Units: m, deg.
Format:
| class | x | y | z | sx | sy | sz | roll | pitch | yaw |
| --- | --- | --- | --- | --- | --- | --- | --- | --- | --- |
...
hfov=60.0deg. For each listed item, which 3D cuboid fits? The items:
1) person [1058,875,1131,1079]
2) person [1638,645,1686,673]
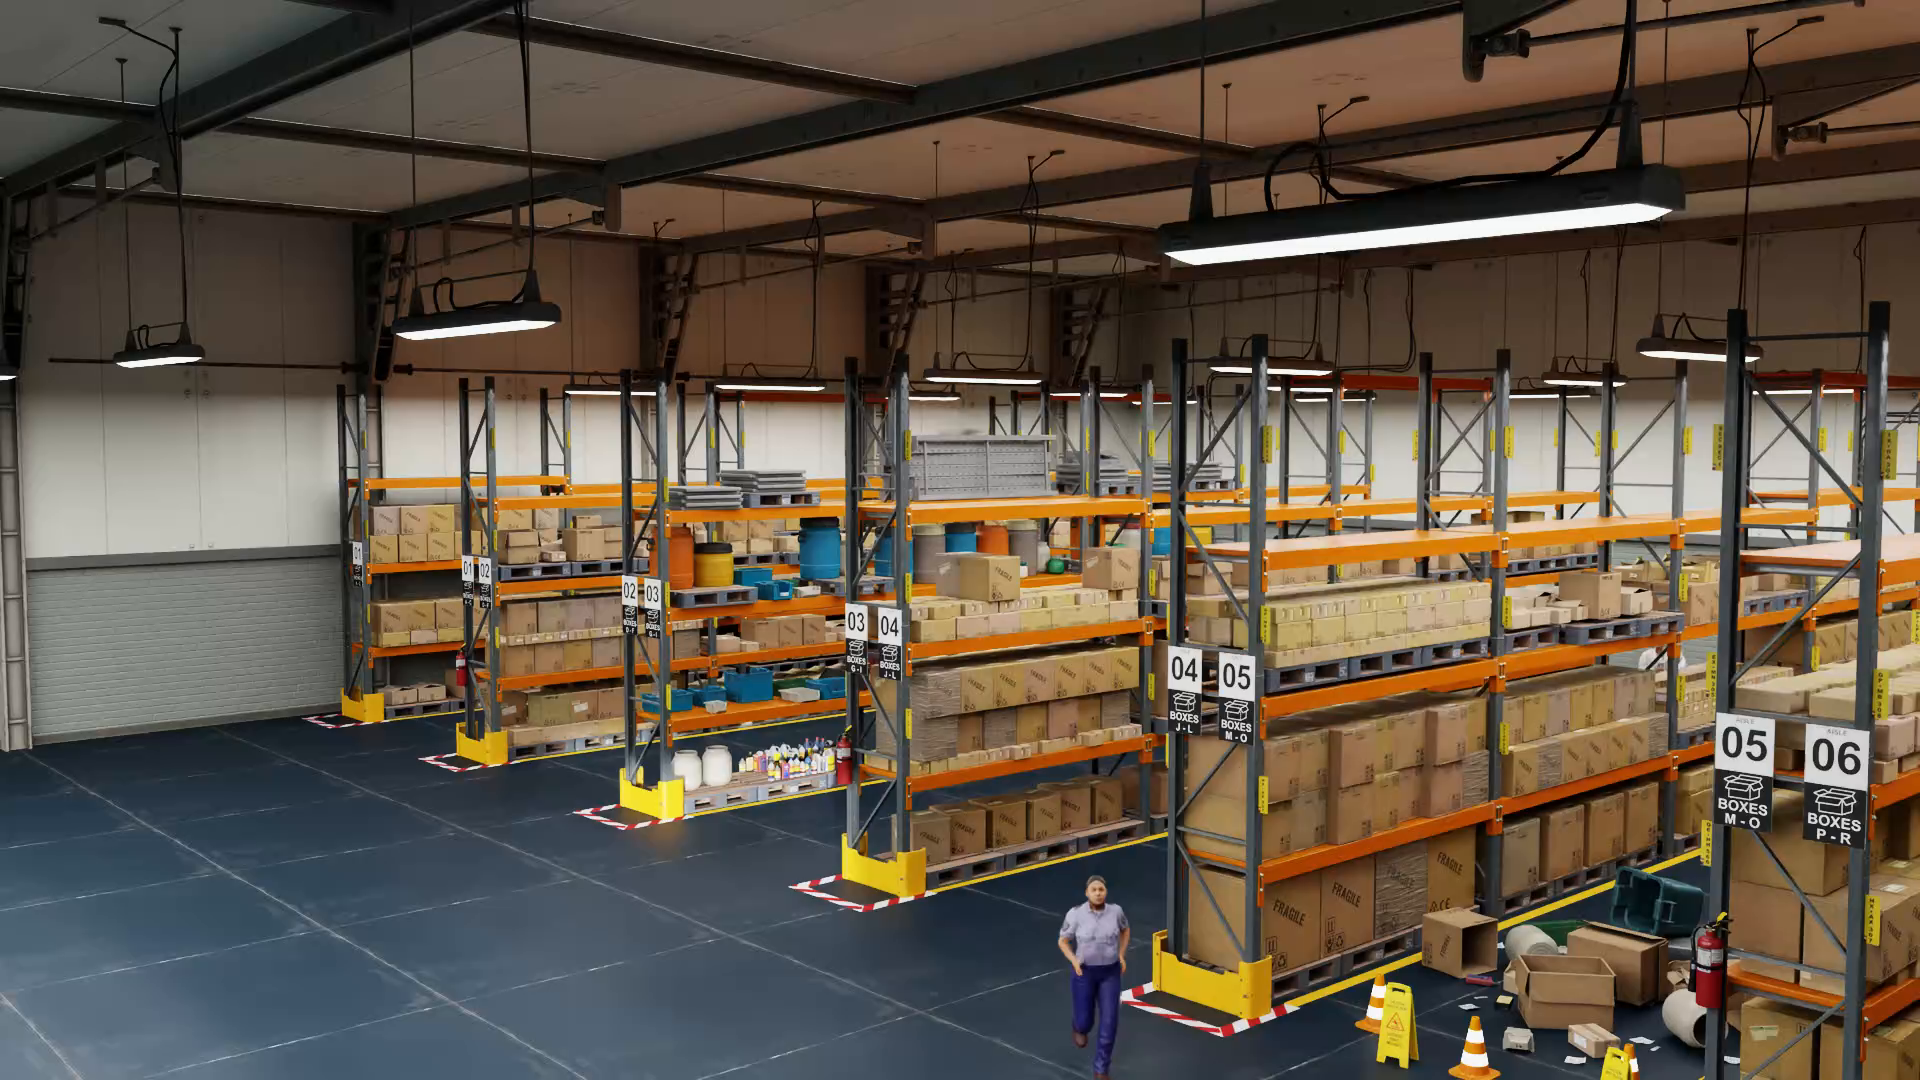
| class | x | y | z | sx | sy | sz | roll | pitch | yaw |
| --- | --- | --- | --- | --- | --- | --- | --- | --- | --- |
| person | 1.089 | 3.488 | 13.327 | 0.607 | 1.630 | 0.779 | 0 | 4 | -6 |
| person | 11.746 | 2.476 | 27.860 | 0.709 | 1.821 | 0.911 | 2 | 4 | 31 |
